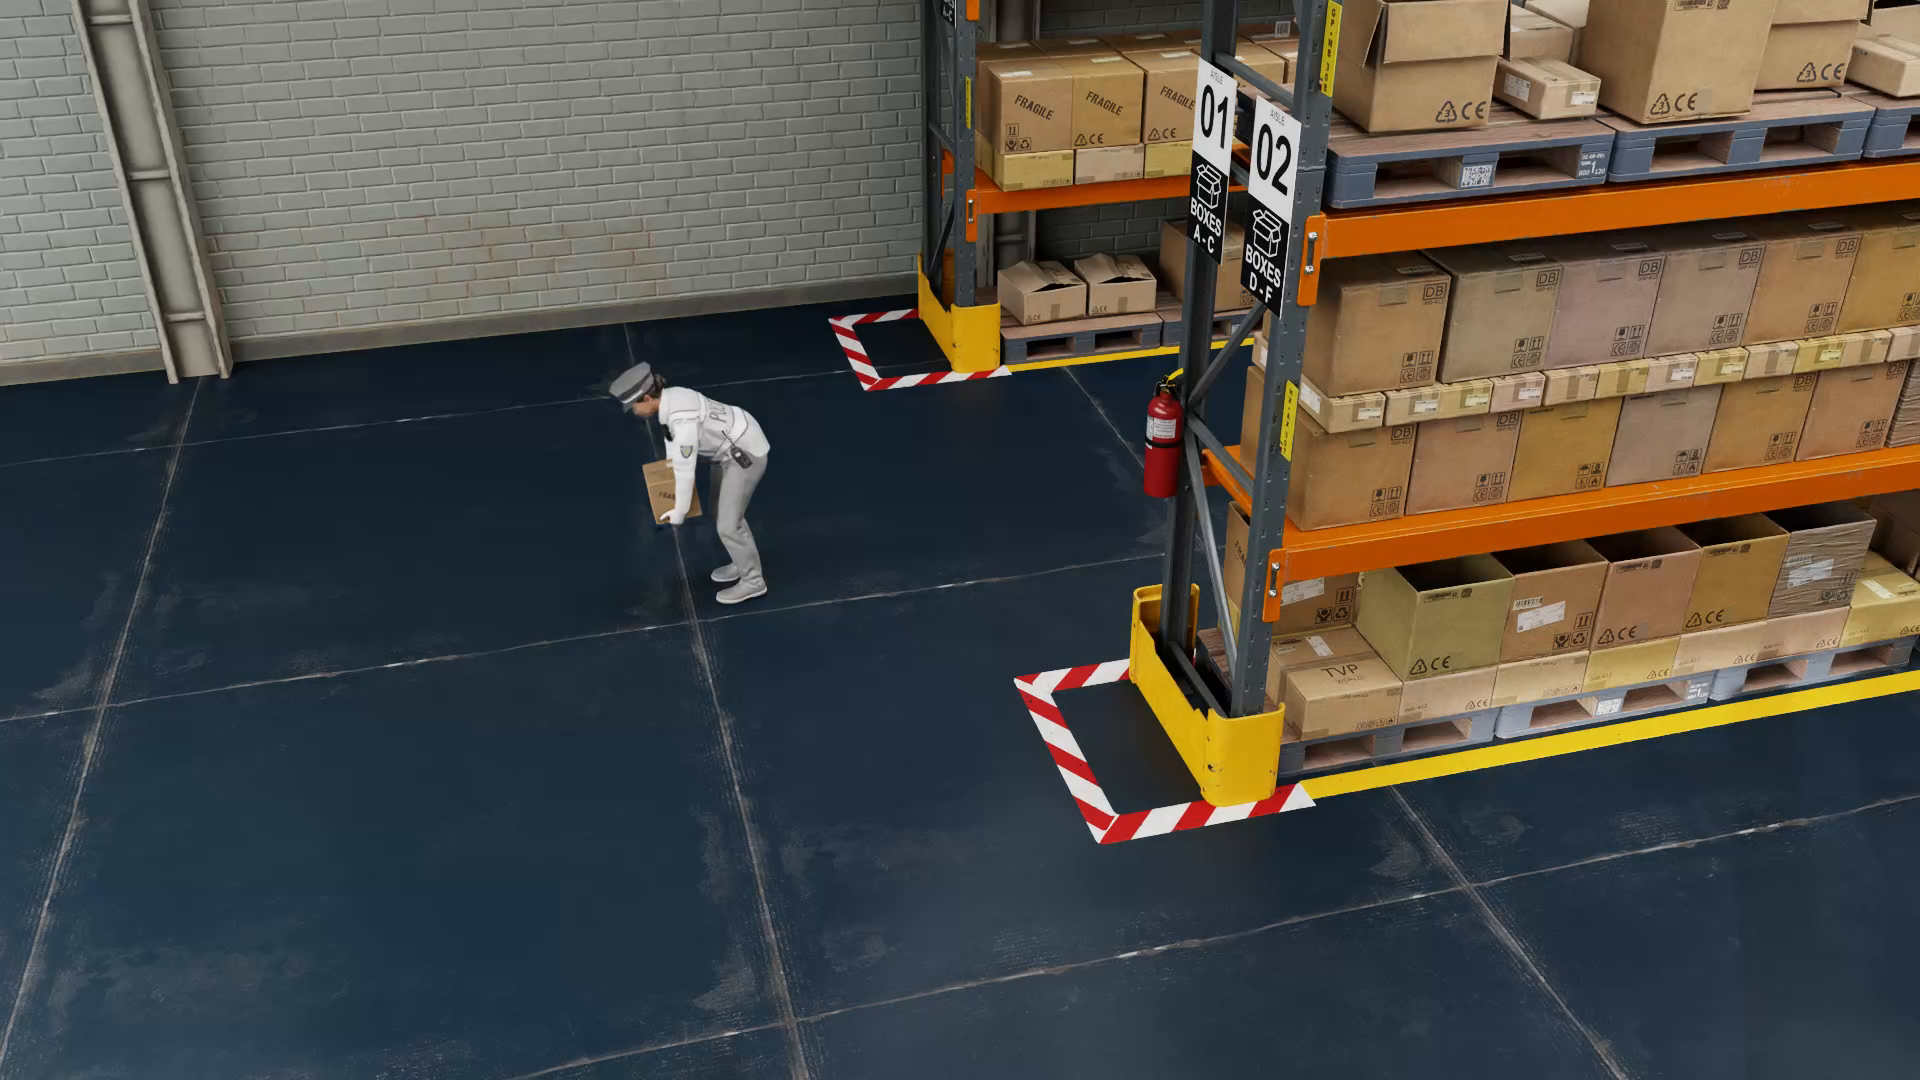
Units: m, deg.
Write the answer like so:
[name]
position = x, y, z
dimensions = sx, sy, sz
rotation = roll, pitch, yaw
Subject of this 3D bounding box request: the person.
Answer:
[person]
position = -1.430, -0.317, 9.013
dimensions = 0.814, 1.427, 0.409
rotation = -9, 32, -14
